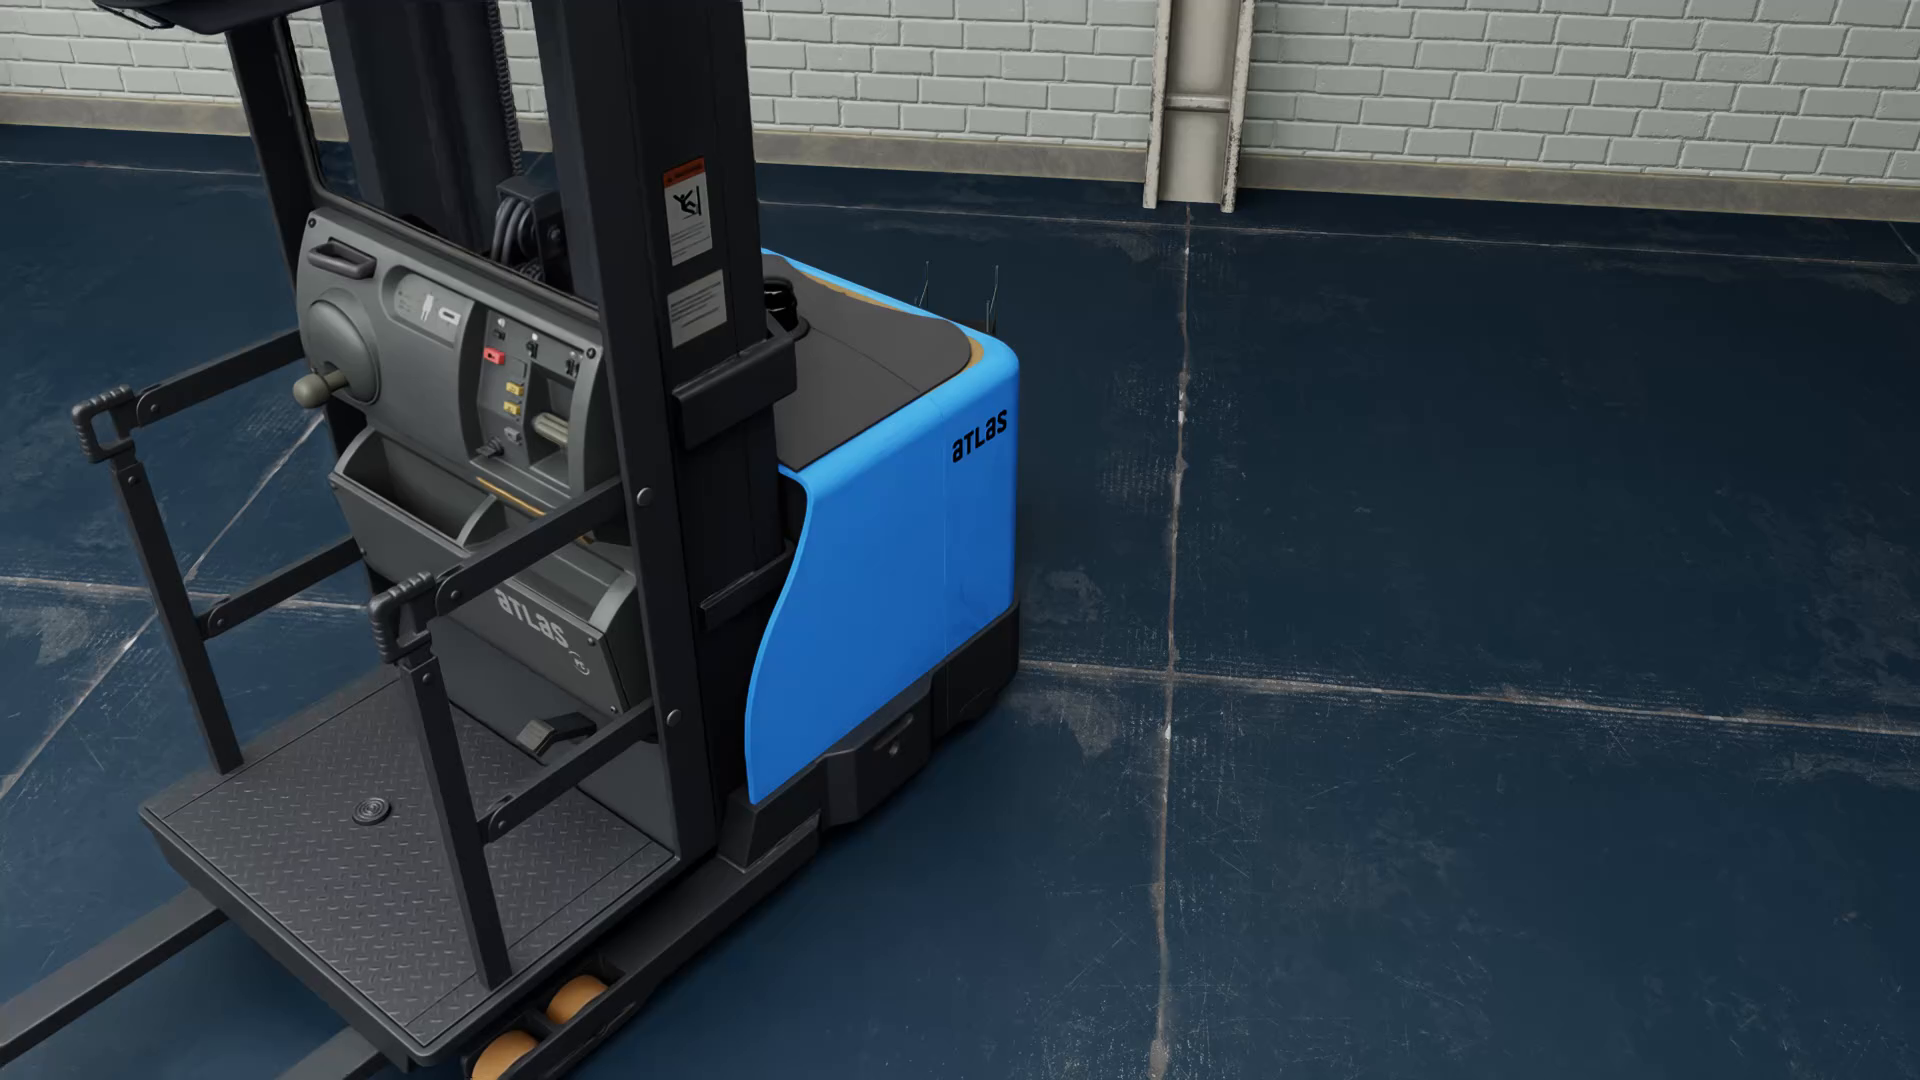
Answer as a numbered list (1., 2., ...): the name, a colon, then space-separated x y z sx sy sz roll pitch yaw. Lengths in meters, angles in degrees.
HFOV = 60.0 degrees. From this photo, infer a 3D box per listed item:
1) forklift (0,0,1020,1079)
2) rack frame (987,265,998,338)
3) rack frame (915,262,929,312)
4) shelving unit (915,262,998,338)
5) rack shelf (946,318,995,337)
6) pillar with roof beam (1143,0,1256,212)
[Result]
1. forklift: -1.158 -0.308 3.158 1.130 2.935 3.031 25 43 31
2. rack frame: 0.093 -0.359 4.979 0.006 0.900 0.240 4 36 6
3. rack frame: -0.109 -0.374 5.000 0.006 0.900 0.240 4 36 6
4. shelving unit: -0.008 -0.367 4.989 0.210 0.900 0.258 4 36 6
5. rack shelf: -0.008 -0.560 4.852 0.200 0.077 0.258 4 36 6
6. pillar with roof beam: 0.471 -2.714 1.306 0.400 9.000 9.100 4 36 6
